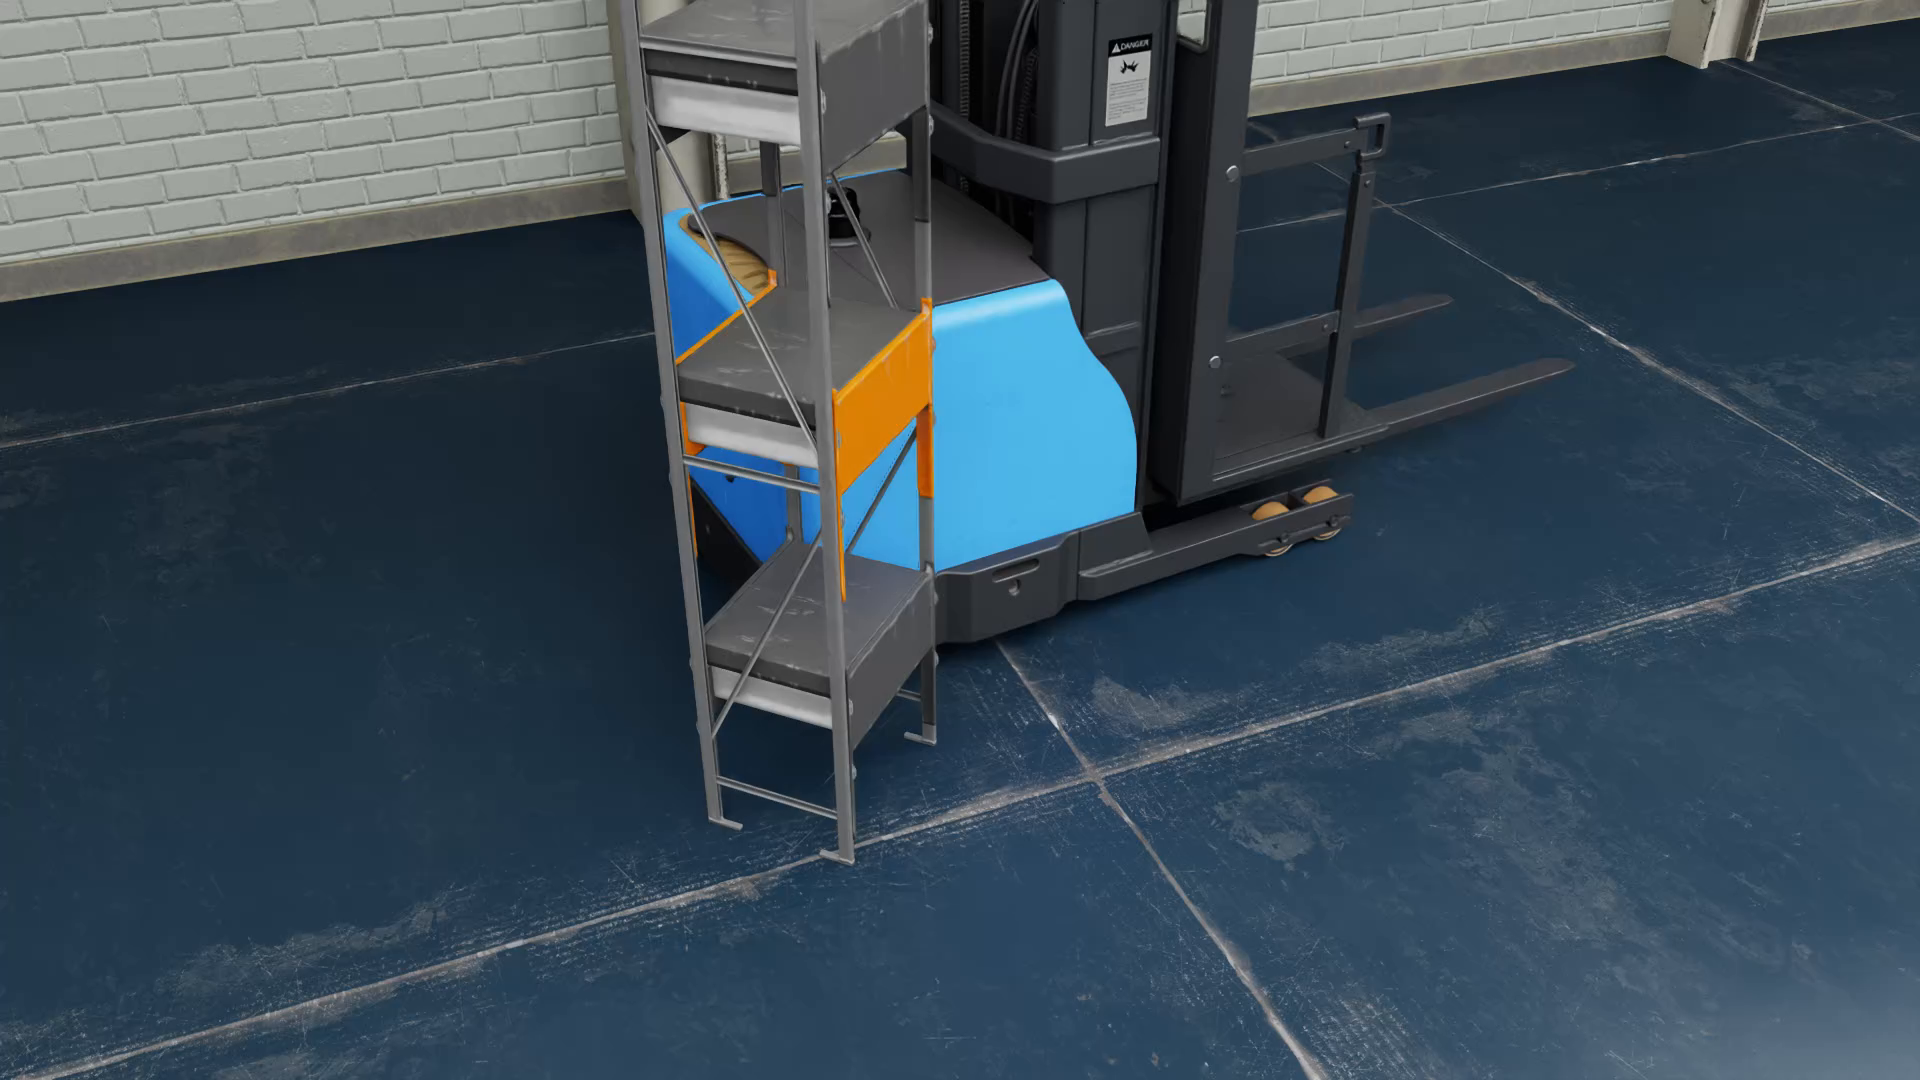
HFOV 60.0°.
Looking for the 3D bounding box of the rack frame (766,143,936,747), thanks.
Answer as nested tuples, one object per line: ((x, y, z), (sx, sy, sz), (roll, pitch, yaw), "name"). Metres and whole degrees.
((-0.249, -0.379, 3.907), (0.400, 2.100, 0.015), (13, 35, 19), "rack frame")

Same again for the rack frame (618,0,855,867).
((-0.443, -0.135, 3.532), (0.400, 2.100, 0.015), (13, 35, 19), "rack frame")

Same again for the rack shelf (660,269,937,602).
((-0.346, -0.246, 3.727), (0.431, 0.518, 0.480), (13, 35, 19), "rack shelf")

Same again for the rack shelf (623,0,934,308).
((-0.346, -0.832, 3.345), (0.431, 0.518, 0.480), (13, 35, 19), "rack shelf")

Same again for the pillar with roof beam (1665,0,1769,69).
((5.930, -4.363, 3.705), (0.400, 9.000, 9.100), (-13, 35, -19), "pillar with roof beam")

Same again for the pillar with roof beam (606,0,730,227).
((0.398, -3.096, 1.758), (0.400, 9.000, 9.100), (-13, 35, -19), "pillar with roof beam")

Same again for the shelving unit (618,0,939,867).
((-0.346, -0.257, 3.720), (0.431, 2.100, 0.503), (13, 35, 19), "shelving unit")

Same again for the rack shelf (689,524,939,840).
((-0.346, 0.341, 4.109), (0.431, 0.518, 0.480), (13, 35, 19), "rack shelf")

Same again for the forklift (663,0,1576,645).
((0.655, -1.413, 4.734), (3.031, 2.935, 1.130), (-17, 37, -24), "forklift")
